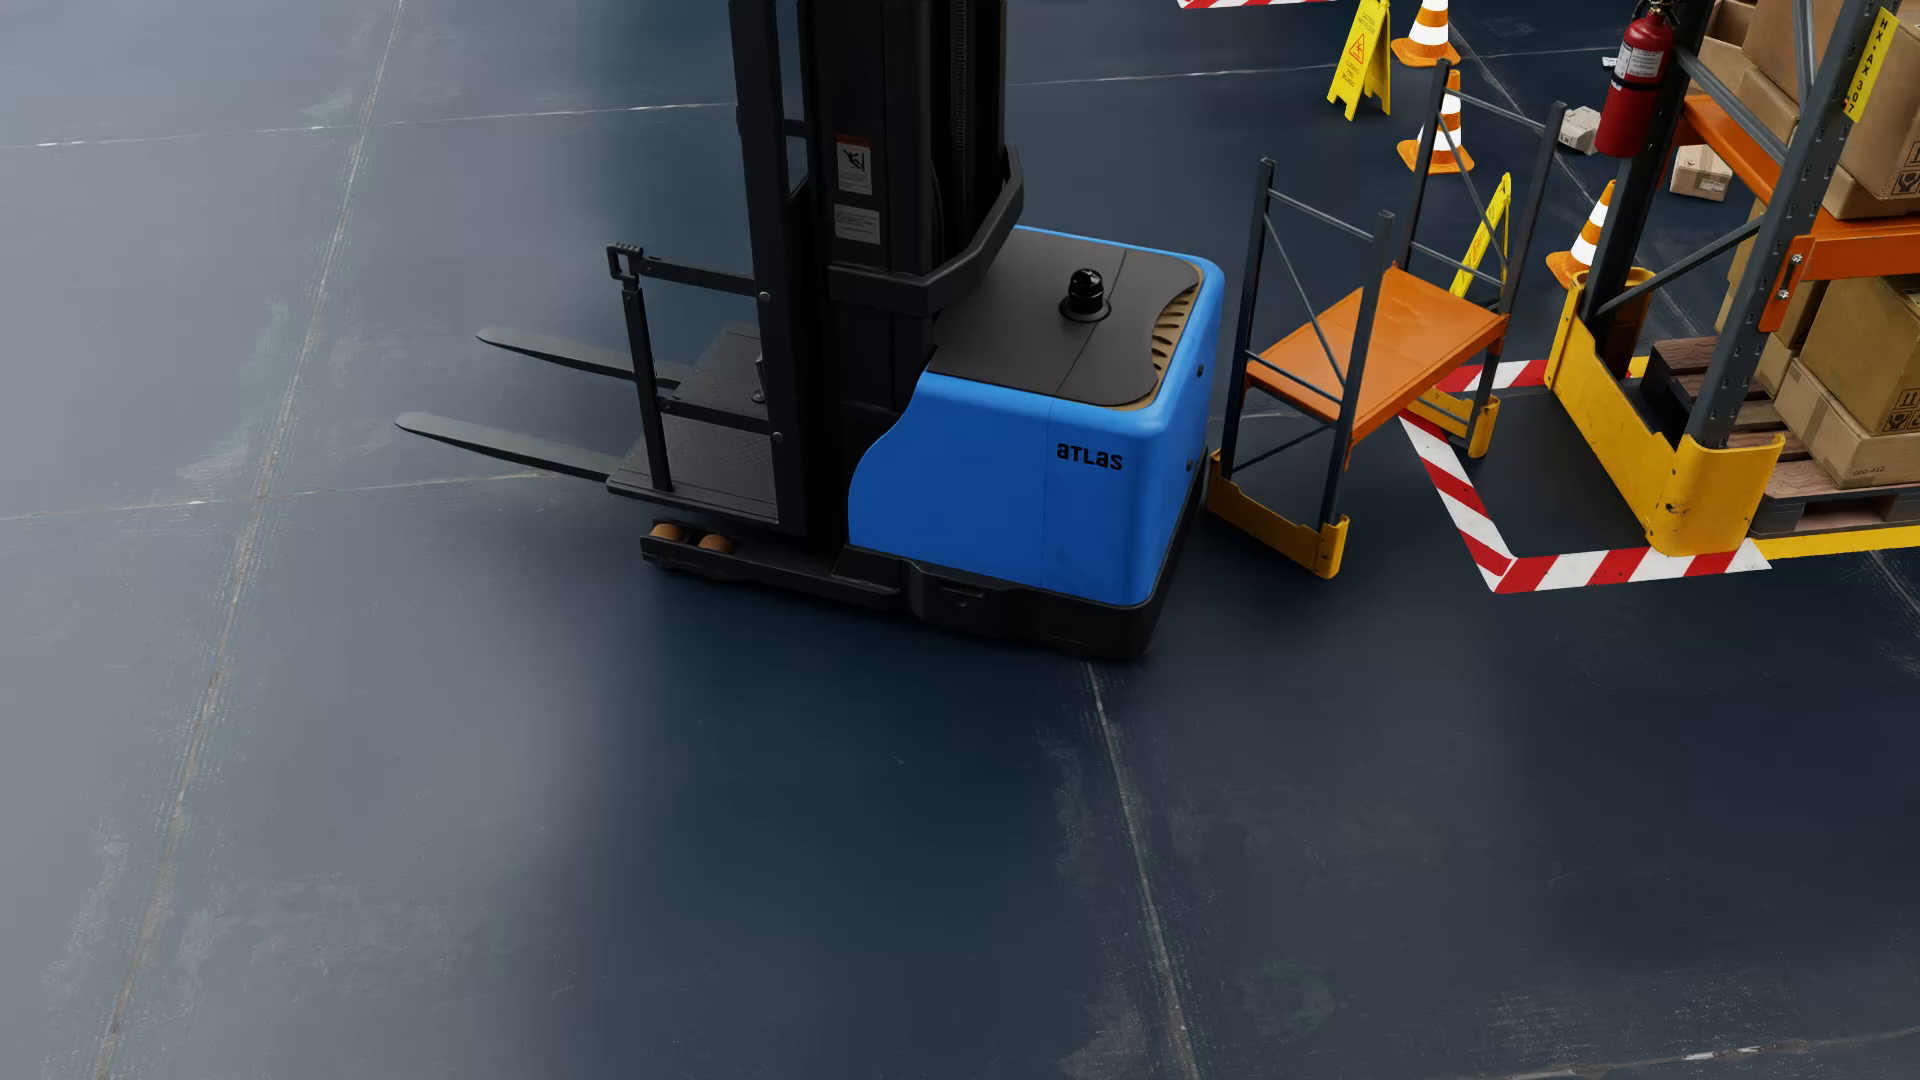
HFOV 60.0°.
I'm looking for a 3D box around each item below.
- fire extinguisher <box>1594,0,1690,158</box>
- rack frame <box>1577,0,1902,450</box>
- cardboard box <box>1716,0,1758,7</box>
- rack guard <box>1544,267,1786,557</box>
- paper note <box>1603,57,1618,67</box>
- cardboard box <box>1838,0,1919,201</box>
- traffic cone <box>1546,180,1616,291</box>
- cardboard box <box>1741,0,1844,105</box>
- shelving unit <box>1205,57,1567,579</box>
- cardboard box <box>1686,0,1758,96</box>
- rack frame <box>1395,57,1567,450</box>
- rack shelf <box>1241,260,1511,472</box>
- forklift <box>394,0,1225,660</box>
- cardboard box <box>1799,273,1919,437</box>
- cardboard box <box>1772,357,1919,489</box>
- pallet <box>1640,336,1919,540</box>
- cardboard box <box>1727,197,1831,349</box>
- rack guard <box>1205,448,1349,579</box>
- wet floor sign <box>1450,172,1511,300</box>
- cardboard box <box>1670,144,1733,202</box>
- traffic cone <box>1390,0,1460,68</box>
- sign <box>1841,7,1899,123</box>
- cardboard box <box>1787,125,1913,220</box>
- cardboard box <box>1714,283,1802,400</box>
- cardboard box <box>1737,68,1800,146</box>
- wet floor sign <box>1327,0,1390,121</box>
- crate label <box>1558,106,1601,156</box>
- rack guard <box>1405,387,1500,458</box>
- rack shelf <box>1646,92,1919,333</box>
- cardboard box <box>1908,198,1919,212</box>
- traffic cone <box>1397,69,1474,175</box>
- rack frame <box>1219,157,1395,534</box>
[{"bbox_3d":[2.446,-1.710,5.963,0.183,0.674,0.296,-5,42,-6],"label":"fire extinguisher"},{"bbox_3d":[2.619,-1.442,5.609,0.127,3.000,1.000,-5,42,-6],"label":"rack frame"},{"bbox_3d":[4.437,-3.325,9.561,0.500,0.500,0.500,2,42,2],"label":"cardboard box"},{"bbox_3d":[2.694,-0.521,6.454,0.348,0.500,1.175,-5,42,-6],"label":"rack guard"},{"bbox_3d":[3.611,-2.623,9.136,0.142,0.017,0.144,8,43,9],"label":"paper note"},{"bbox_3d":[3.125,-1.447,5.318,0.500,0.500,0.500,-6,42,-6],"label":"cardboard box"},{"bbox_3d":[2.878,-1.394,7.450,0.334,0.463,0.336,-5,42,-6],"label":"traffic cone"},{"bbox_3d":[3.121,-1.820,5.731,0.500,0.500,0.500,-6,42,-6],"label":"cardboard box"},{"bbox_3d":[1.523,-0.800,6.017,1.083,1.500,0.587,-33,52,-31],"label":"shelving unit"},{"bbox_3d":[4.032,-2.349,8.479,0.797,0.503,0.637,32,51,30],"label":"cardboard box"},{"bbox_3d":[1.878,-1.035,6.278,0.032,1.500,0.500,-33,52,-31],"label":"rack frame"},{"bbox_3d":[1.516,-0.663,6.133,1.000,0.185,0.538,-33,52,-31],"label":"rack shelf"},{"bbox_3d":[-0.649,-1.264,5.463,3.031,2.935,1.130,13,44,14],"label":"forklift"},{"bbox_3d":[3.478,-0.744,6.015,0.500,0.500,0.500,-6,42,-7],"label":"cardboard box"},{"bbox_3d":[3.455,-0.463,6.264,0.500,0.250,0.500,-5,42,-6],"label":"cardboard box"},{"bbox_3d":[3.504,-0.460,6.603,1.213,0.211,1.003,-5,42,-6],"label":"pallet"},{"bbox_3d":[3.380,-1.098,6.408,0.500,0.500,0.500,-5,42,-5],"label":"cardboard box"},{"bbox_3d":[1.168,-0.102,6.177,0.087,0.250,0.587,-33,52,-31],"label":"rack guard"},{"bbox_3d":[2.292,-1.262,7.167,0.232,0.644,0.267,8,43,9],"label":"wet floor sign"},{"bbox_3d":[3.656,-1.839,8.178,0.250,0.149,0.380,16,44,17],"label":"cardboard box"},{"bbox_3d":[2.588,-2.882,9.099,0.334,0.463,0.336,-5,42,-6],"label":"traffic cone"},{"bbox_3d":[2.689,-1.403,4.920,0.005,0.325,0.100,-5,42,-6],"label":"sign"},{"bbox_3d":[2.983,-1.241,5.574,0.250,0.149,0.380,-5,42,-5],"label":"cardboard box"},{"bbox_3d":[3.409,-0.828,6.668,0.500,0.250,0.500,-5,42,-6],"label":"cardboard box"},{"bbox_3d":[2.962,-1.523,5.887,0.250,0.149,0.380,-4,42,-4],"label":"cardboard box"},{"bbox_3d":[2.105,-2.529,8.572,0.232,0.644,0.267,-12,43,-13],"label":"wet floor sign"},{"bbox_3d":[3.169,-2.090,8.465,0.298,0.136,0.250,-27,49,-27],"label":"crate label"},{"bbox_3d":[1.878,-0.570,6.696,0.087,0.250,0.587,-33,52,-31],"label":"rack guard"},{"bbox_3d":[4.602,-1.349,6.043,4.000,0.370,1.077,-5,42,-6],"label":"rack shelf"},{"bbox_3d":[3.231,-1.272,5.609,0.250,0.149,0.380,-4,42,-5],"label":"cardboard box"},{"bbox_3d":[2.397,-2.102,8.235,0.334,0.463,0.336,-5,42,-6],"label":"traffic cone"},{"bbox_3d":[1.154,-0.557,5.748,0.032,1.500,0.500,-33,52,-31],"label":"rack frame"}]
